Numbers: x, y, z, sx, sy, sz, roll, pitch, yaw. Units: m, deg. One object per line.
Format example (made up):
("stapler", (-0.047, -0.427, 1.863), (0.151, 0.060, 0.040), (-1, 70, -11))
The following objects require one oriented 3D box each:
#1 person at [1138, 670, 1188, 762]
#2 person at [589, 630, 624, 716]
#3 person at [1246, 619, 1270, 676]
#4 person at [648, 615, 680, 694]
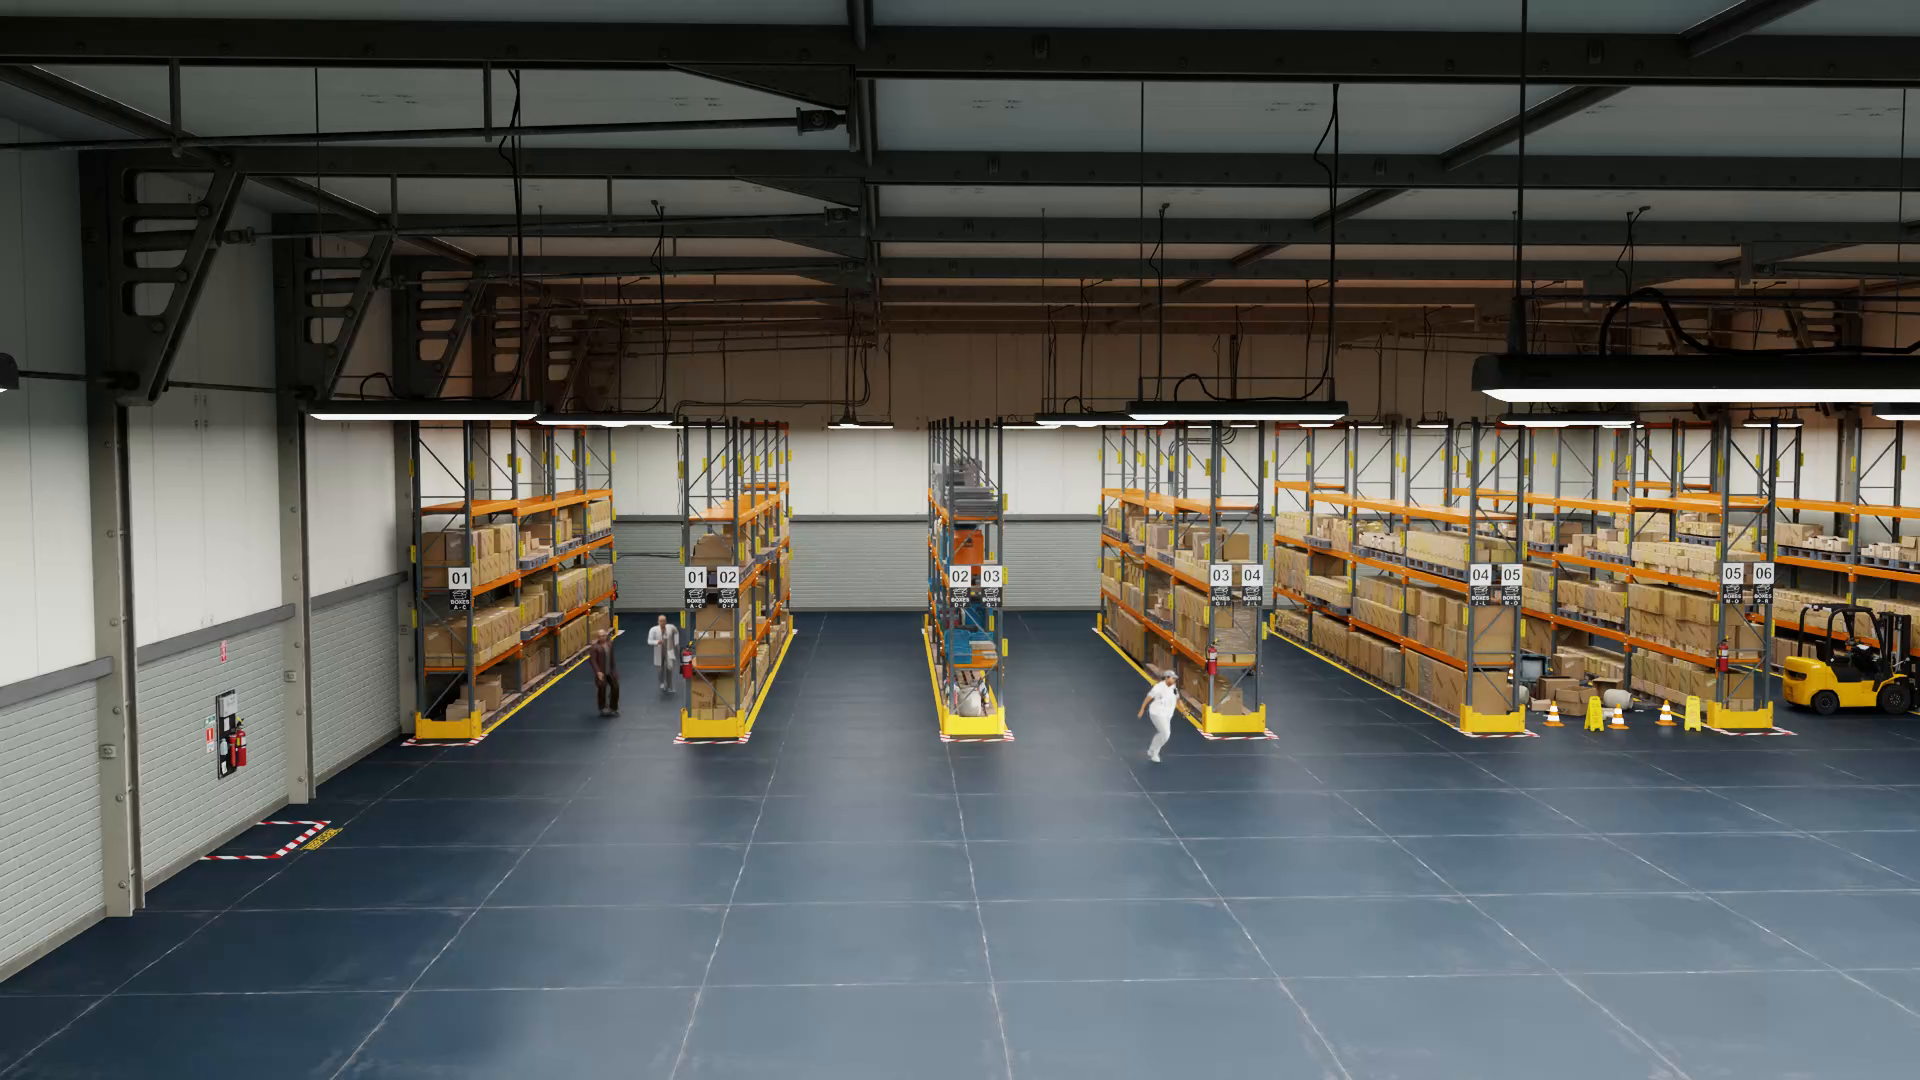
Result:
("person", (3.547, 3.042, 28.709), (0.587, 1.624, 0.772), (-3, 5, -42))
("person", (-7.149, 2.683, 33.382), (0.716, 1.808, 0.725), (-3, 5, -40))
("person", (6.824, 2.392, 38.603), (0.652, 1.591, 0.961), (0, 4, -7))
("person", (-6.487, 2.494, 36.451), (0.697, 1.725, 1.032), (-1, 4, -11))
